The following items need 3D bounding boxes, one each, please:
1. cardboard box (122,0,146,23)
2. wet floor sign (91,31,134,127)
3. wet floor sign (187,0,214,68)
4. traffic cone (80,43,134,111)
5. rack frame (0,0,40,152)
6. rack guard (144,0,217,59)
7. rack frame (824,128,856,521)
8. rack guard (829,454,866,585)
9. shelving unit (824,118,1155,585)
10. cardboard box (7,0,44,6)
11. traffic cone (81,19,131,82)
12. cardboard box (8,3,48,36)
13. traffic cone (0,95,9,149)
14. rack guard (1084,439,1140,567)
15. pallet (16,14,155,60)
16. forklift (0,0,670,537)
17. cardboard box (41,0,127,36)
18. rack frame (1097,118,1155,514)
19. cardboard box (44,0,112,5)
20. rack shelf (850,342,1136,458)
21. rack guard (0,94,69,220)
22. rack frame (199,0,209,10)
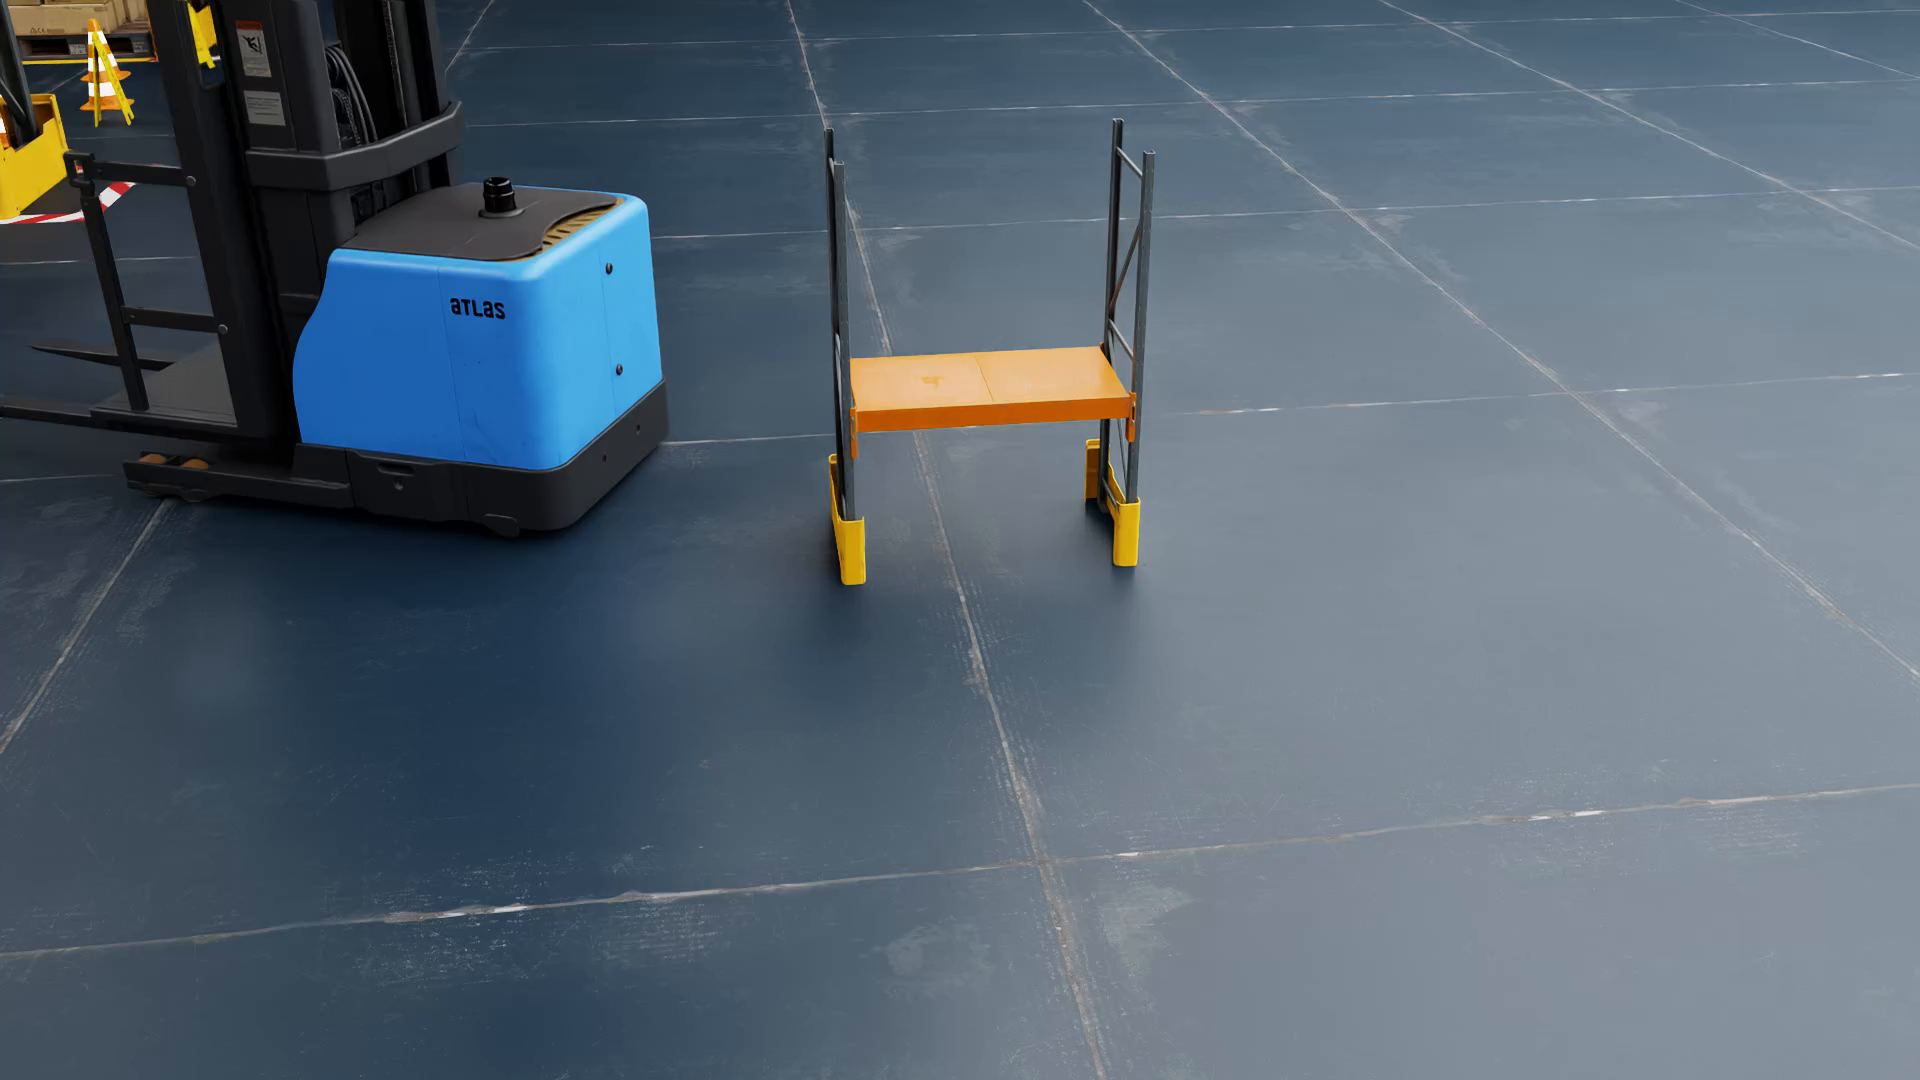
[{"bbox_3d":[-7.604,-4.783,14.838,0.500,0.250,0.500,-4,27,-8],"label":"cardboard box"},{"bbox_3d":[-6.224,-3.364,12.100,0.232,0.644,0.267,-8,28,-16],"label":"wet floor sign"},{"bbox_3d":[-6.430,-4.227,13.781,0.232,0.644,0.267,6,28,11],"label":"wet floor sign"},{"bbox_3d":[-6.522,-3.527,12.616,0.334,0.463,0.336,-4,27,-7],"label":"traffic cone"},{"bbox_3d":[-5.977,-3.515,9.814,0.127,3.000,1.000,-4,27,-7],"label":"rack frame"},{"bbox_3d":[-6.842,-4.629,14.724,0.348,0.500,1.175,-4,27,-7],"label":"rack guard"},{"bbox_3d":[-0.419,-0.640,5.855,0.032,1.500,0.500,-4,27,-7],"label":"rack frame"},{"bbox_3d":[-0.418,-0.084,6.141,0.087,0.250,0.587,-4,27,-7],"label":"rack guard"},{"bbox_3d":[0.075,-0.672,5.917,1.083,1.500,0.587,-4,27,-7],"label":"shelving unit"},{"bbox_3d":[-8.040,-4.840,14.127,0.500,0.500,0.500,-3,27,-5],"label":"cardboard box"},{"bbox_3d":[-7.013,-4.007,13.552,0.334,0.463,0.336,-4,27,-7],"label":"traffic cone"},{"bbox_3d":[-8.044,-4.507,14.300,0.500,0.250,0.500,-4,27,-7],"label":"cardboard box"},{"bbox_3d":[-6.701,-2.994,11.579,0.334,0.463,0.336,-4,27,-7],"label":"traffic cone"},{"bbox_3d":[0.569,-0.148,6.264,0.087,0.250,0.587,-4,27,-7],"label":"rack guard"},{"bbox_3d":[-7.652,-4.465,14.720,1.213,0.211,1.003,-4,27,-7],"label":"pallet"},{"bbox_3d":[-2.790,-1.675,6.303,3.031,2.935,1.130,7,28,13],"label":"forklift"},{"bbox_3d":[-7.554,-4.535,14.354,0.500,0.250,0.500,-4,27,-7],"label":"cardboard box"},{"bbox_3d":[0.588,-0.705,5.981,0.032,1.500,0.500,-4,27,-7],"label":"rack frame"},{"bbox_3d":[-7.524,-4.874,14.194,0.500,0.500,0.500,-4,27,-7],"label":"cardboard box"},{"bbox_3d":[0.084,-0.513,6.000,1.000,0.185,0.538,-4,27,-7],"label":"rack shelf"},{"bbox_3d":[-5.953,-2.404,10.388,0.348,0.500,1.175,-4,27,-7],"label":"rack guard"},{"bbox_3d":[-6.767,-5.746,14.163,0.127,3.000,1.000,-4,27,-7],"label":"rack frame"}]
